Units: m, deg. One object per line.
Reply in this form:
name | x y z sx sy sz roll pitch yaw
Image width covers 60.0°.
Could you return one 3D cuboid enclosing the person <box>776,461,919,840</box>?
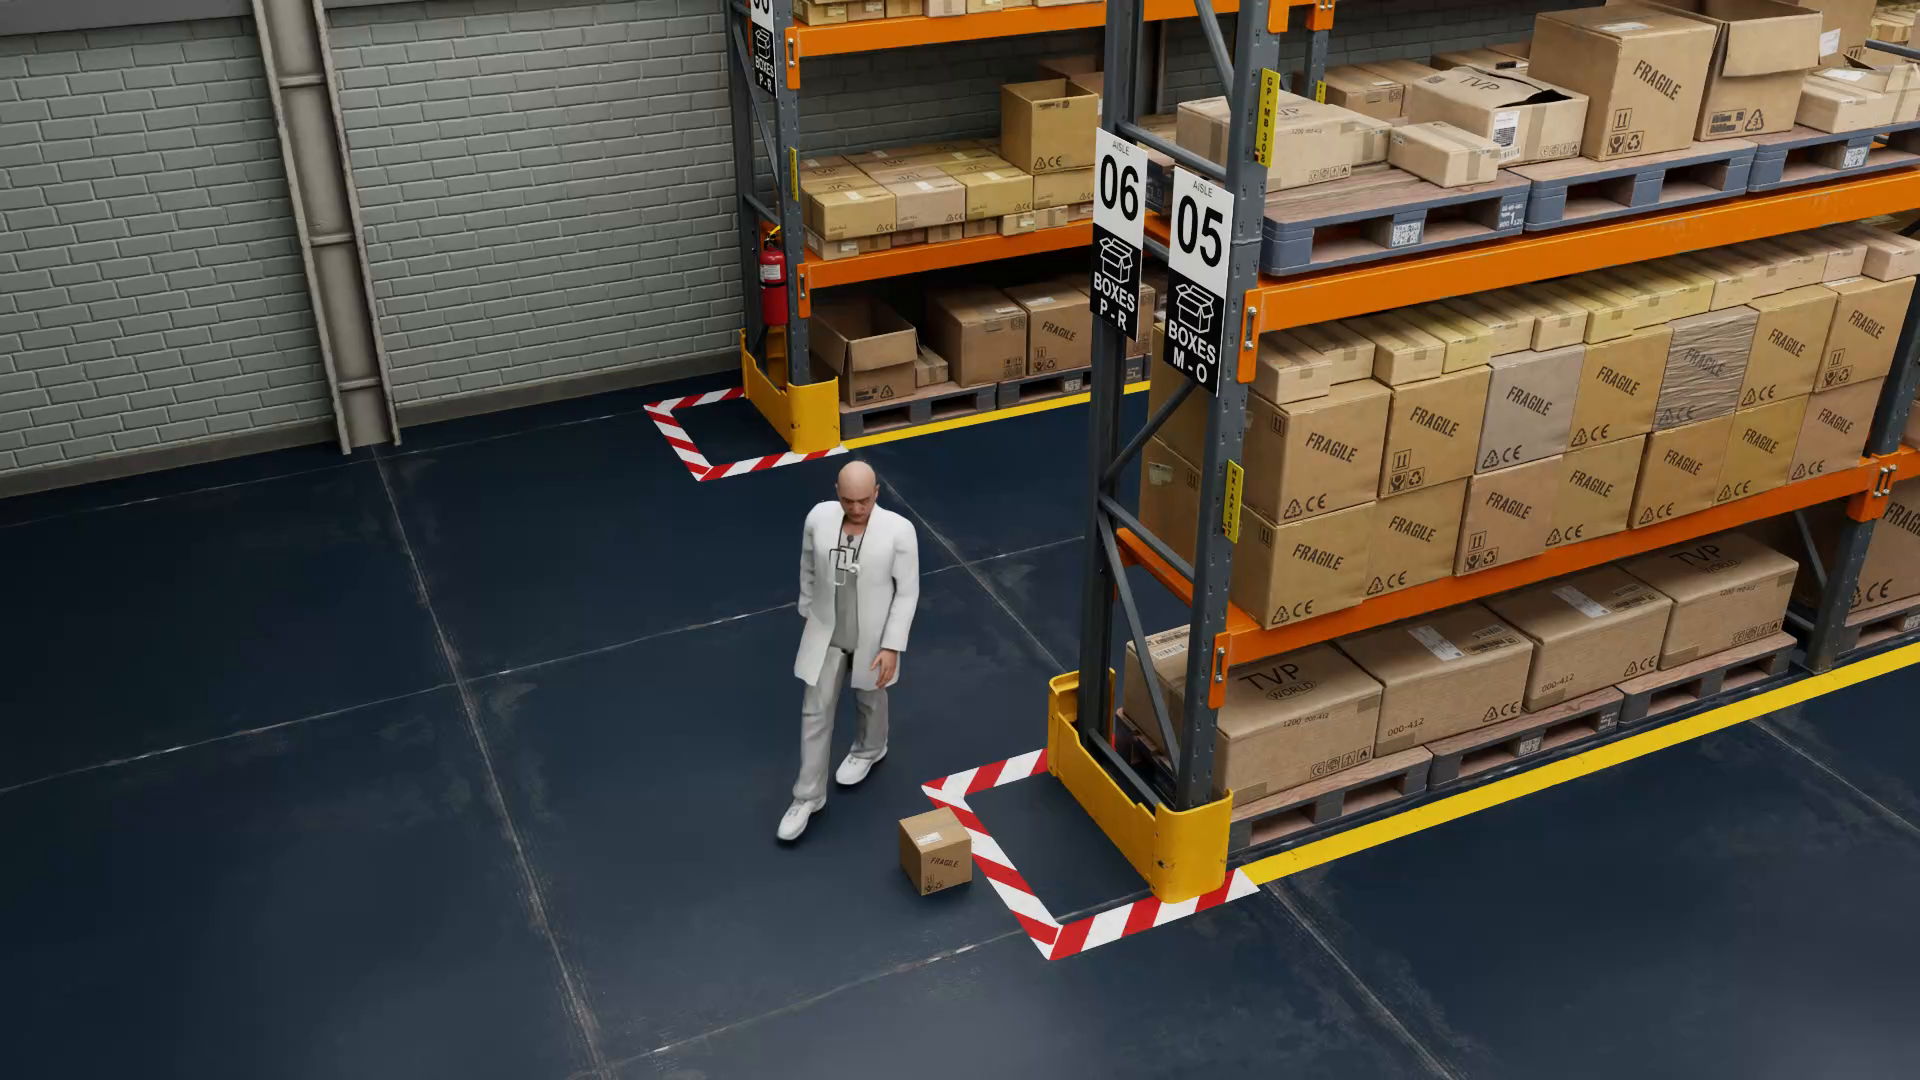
person | -0.501 0.479 7.590 0.612 1.764 0.840 6 30 10
